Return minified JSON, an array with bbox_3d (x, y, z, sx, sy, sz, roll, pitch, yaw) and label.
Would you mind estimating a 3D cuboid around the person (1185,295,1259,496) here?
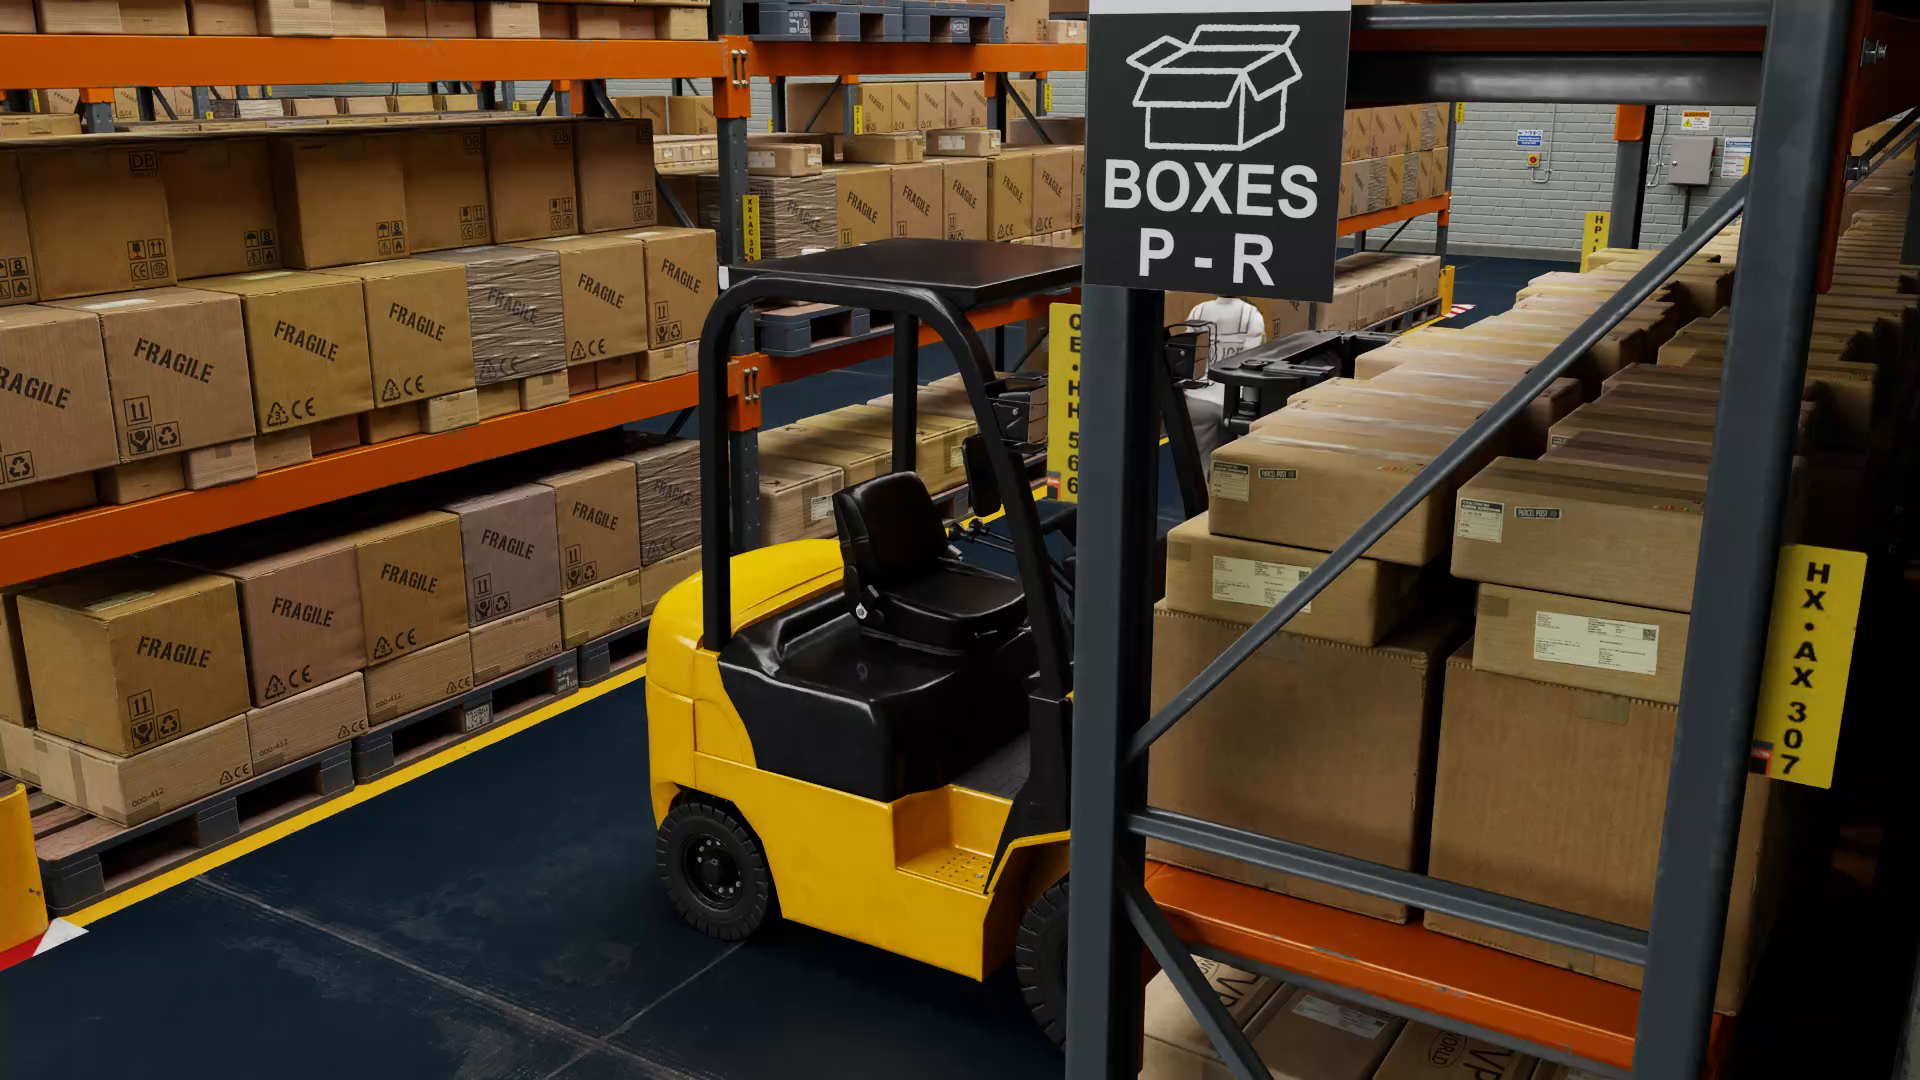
[{"bbox_3d":[1.493,-0.803,9.327,0.485,1.582,0.468,7,18,23],"label":"person"}]
